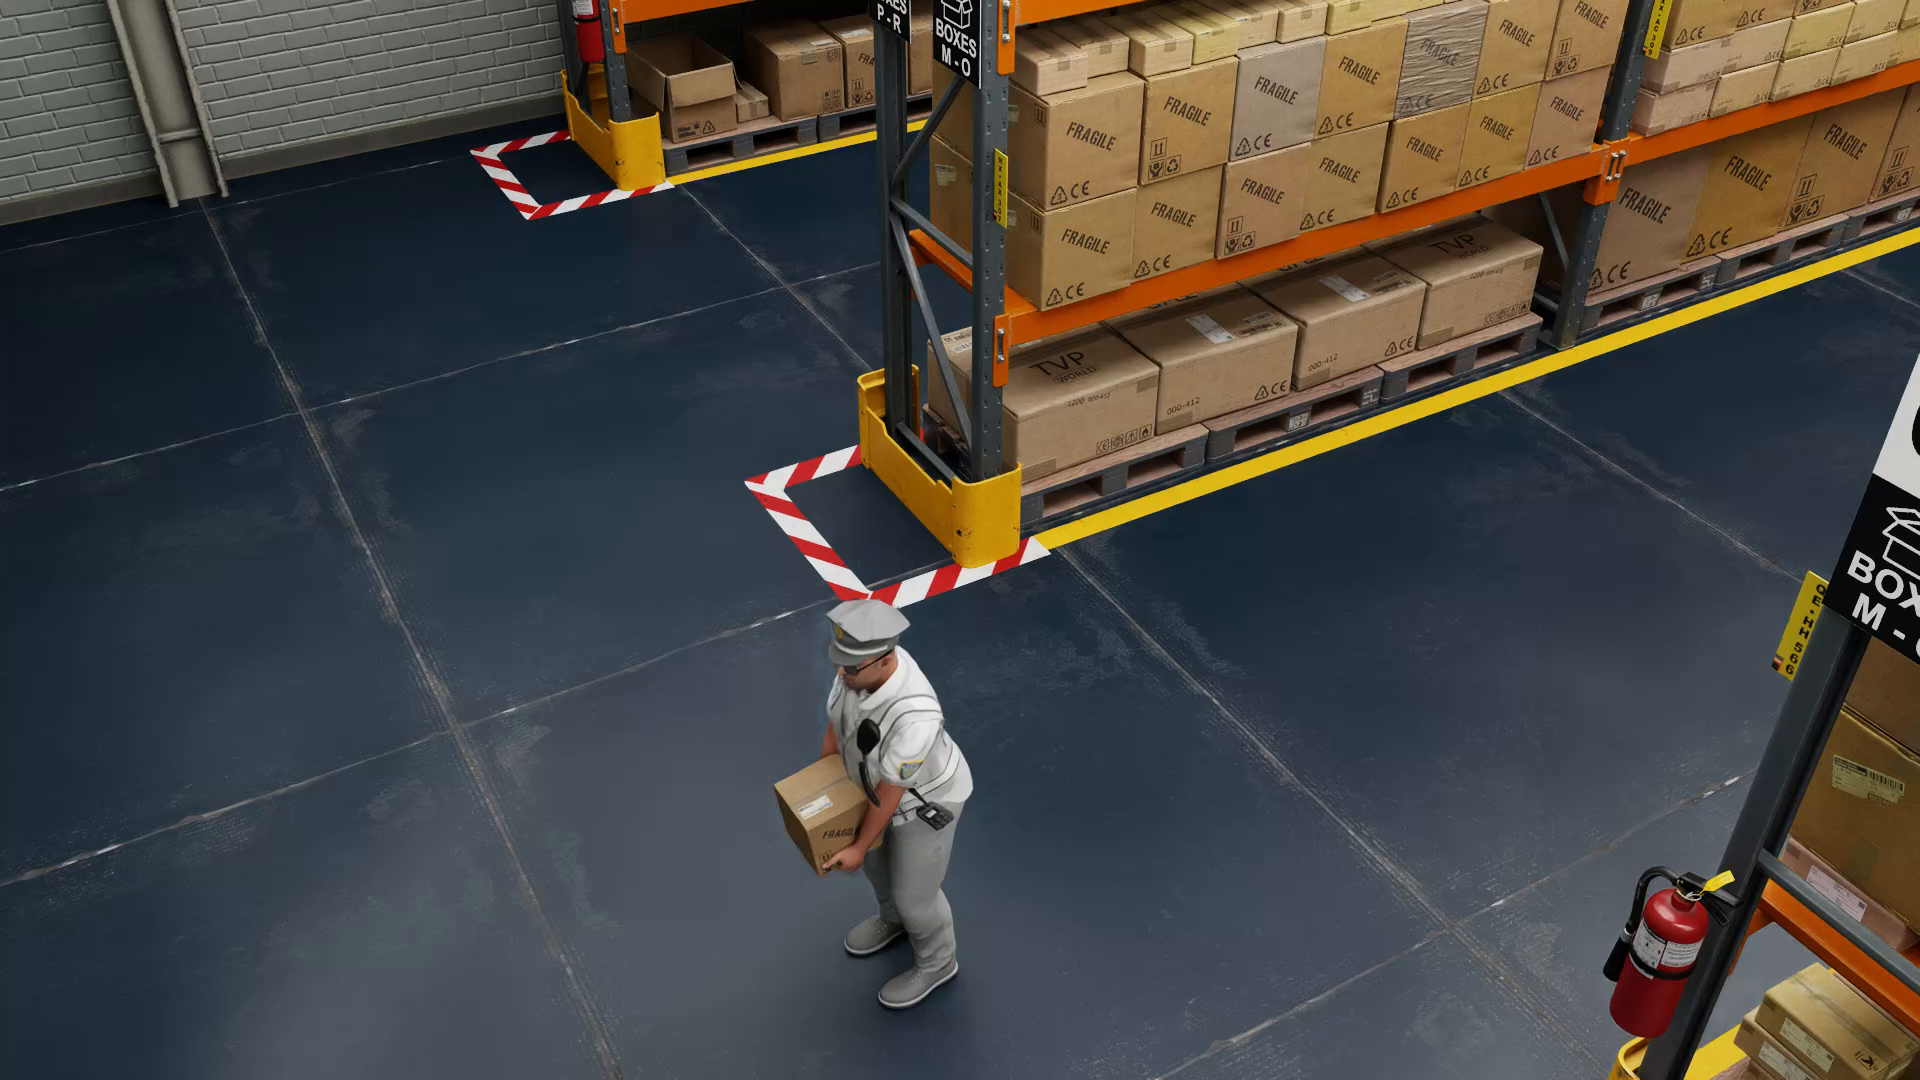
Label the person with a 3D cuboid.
[{"bbox_3d":[-0.259,0.909,5.715,0.597,1.741,0.483,-20,41,-25],"label":"person"}]
